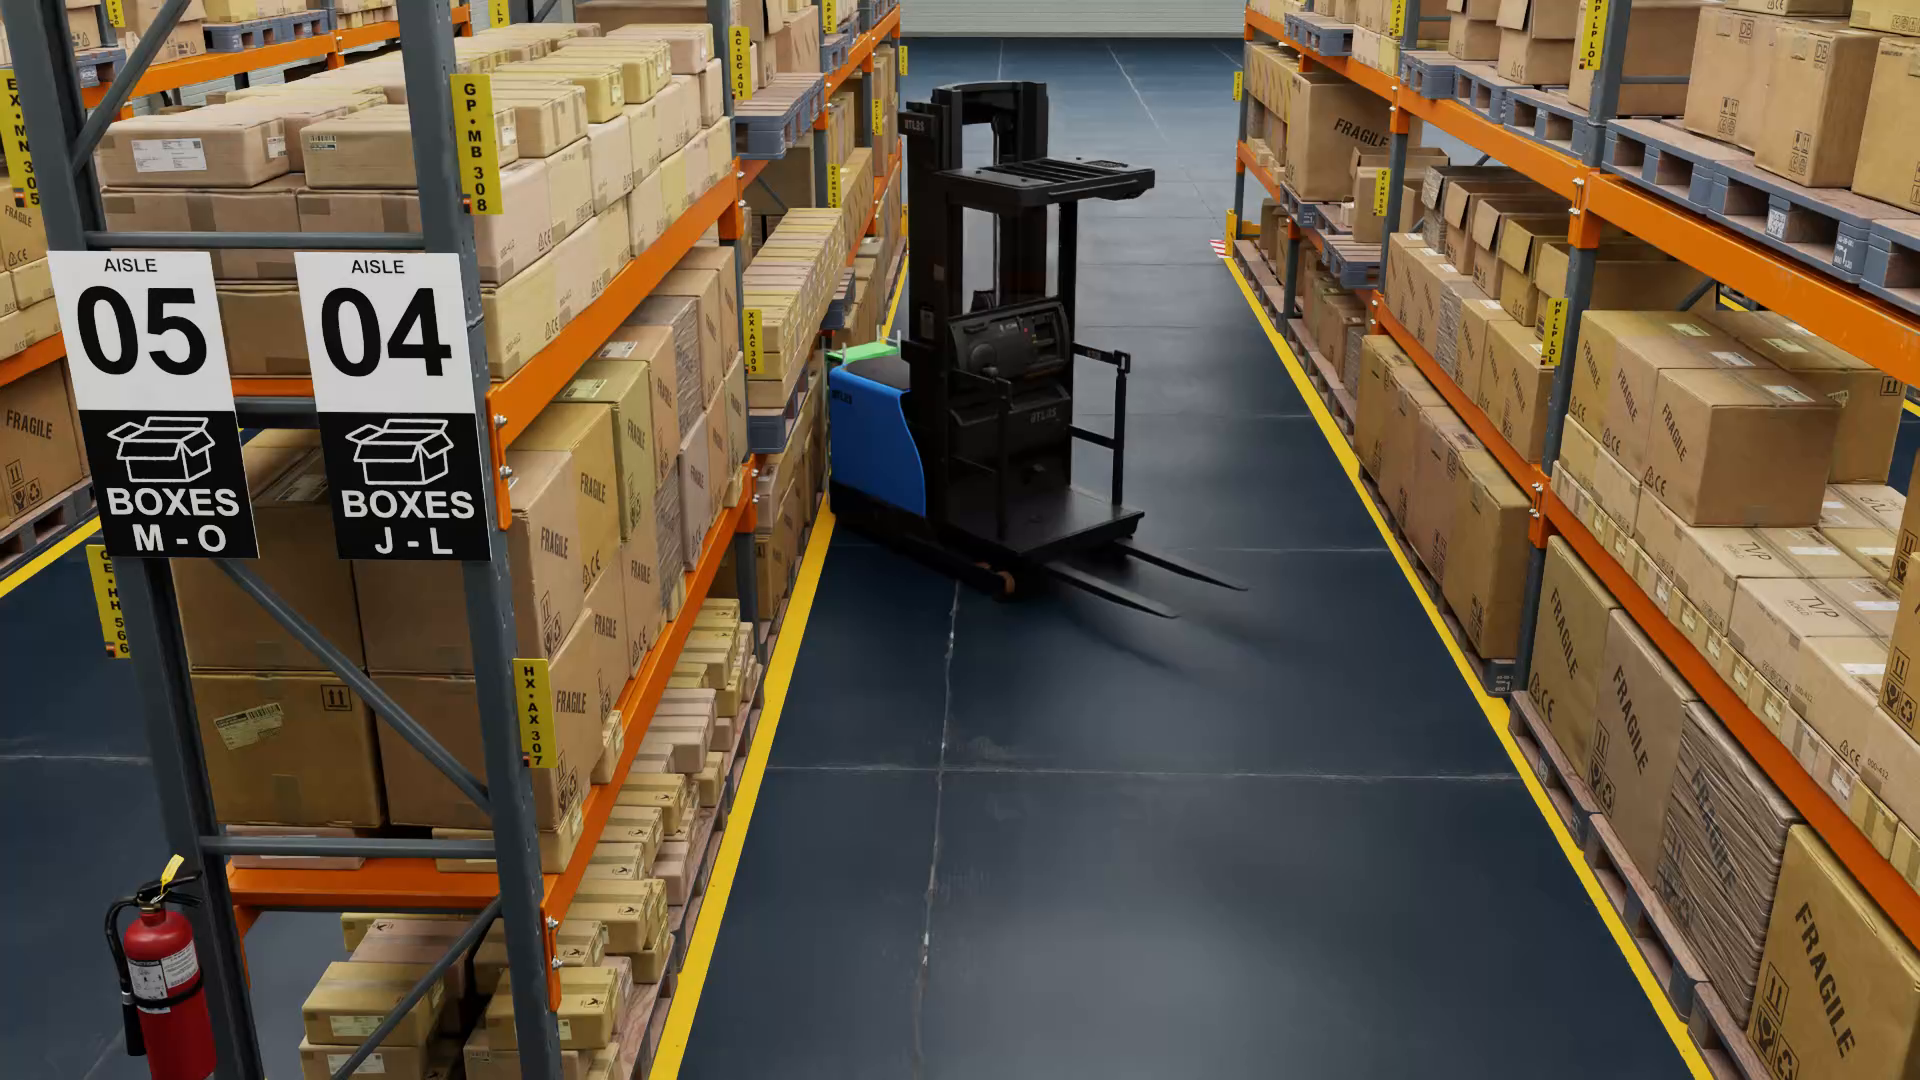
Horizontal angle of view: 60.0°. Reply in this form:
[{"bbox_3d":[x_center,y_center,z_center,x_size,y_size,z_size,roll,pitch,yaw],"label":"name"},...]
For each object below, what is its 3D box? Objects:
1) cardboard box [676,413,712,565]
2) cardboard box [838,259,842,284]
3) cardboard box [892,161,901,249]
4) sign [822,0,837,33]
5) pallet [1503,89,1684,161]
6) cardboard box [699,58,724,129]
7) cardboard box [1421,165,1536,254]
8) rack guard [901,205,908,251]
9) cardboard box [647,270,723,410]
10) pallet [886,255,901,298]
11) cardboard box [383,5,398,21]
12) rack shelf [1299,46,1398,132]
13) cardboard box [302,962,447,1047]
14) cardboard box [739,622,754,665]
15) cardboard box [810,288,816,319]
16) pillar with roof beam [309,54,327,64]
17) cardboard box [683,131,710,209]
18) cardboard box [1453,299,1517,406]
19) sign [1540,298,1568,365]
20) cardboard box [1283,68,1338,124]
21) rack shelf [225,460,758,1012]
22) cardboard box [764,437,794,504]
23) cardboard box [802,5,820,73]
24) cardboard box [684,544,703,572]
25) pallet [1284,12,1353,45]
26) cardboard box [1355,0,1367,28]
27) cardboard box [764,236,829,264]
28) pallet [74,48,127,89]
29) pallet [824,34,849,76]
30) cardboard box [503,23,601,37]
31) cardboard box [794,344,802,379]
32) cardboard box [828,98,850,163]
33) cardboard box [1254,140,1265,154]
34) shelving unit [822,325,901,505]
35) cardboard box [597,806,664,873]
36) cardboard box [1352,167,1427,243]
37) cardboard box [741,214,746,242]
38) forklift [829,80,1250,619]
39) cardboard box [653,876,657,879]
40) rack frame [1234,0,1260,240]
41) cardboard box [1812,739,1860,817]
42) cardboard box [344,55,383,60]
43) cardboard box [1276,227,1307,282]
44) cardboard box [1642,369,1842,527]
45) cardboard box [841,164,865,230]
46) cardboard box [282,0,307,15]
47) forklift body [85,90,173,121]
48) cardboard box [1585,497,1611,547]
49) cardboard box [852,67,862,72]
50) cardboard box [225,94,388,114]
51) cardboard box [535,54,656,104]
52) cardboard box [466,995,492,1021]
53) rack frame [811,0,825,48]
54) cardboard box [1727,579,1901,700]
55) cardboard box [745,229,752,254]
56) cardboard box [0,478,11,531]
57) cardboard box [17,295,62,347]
[{"bbox_3d":[-1.332,-0.220,6.899,0.500,0.500,0.500,1,21,1],"label":"cardboard box"},{"bbox_3d":[-1.010,-1.832,11.369,0.380,0.149,0.250,1,21,1],"label":"cardboard box"},{"bbox_3d":[-1.156,-3.878,19.233,0.875,0.875,0.875,1,21,2],"label":"cardboard box"},{"bbox_3d":[-0.903,-3.659,11.450,0.100,0.325,0.005,1,21,2],"label":"sign"},{"bbox_3d":[3.367,-2.130,8.489,0.805,0.209,1.217,0,21,-1],"label":"pallet"},{"bbox_3d":[-1.327,-1.972,7.333,0.500,0.250,0.500,0,21,-1],"label":"cardboard box"},{"bbox_3d":[3.471,-2.185,10.989,0.797,0.503,0.637,1,21,3],"label":"cardboard box"},{"bbox_3d":[-1.201,-3.762,20.033,1.175,0.500,0.348,1,21,2],"label":"rack guard"},{"bbox_3d":[-1.321,-0.871,7.196,0.500,0.500,0.500,0,21,0],"label":"cardboard box"},{"bbox_3d":[-1.188,-2.889,18.182,1.003,0.211,1.213,1,21,2],"label":"pallet"},{"bbox_3d":[-5.893,-5.347,16.863,0.380,0.149,0.250,0,21,1],"label":"cardboard box"},{"bbox_3d":[3.570,-3.721,13.320,1.077,0.370,4.000,1,21,2],"label":"rack shelf"},{"bbox_3d":[-1.926,1.528,5.482,0.380,0.149,0.250,1,21,2],"label":"cardboard box"},{"bbox_3d":[-1.258,0.532,8.460,0.380,0.149,0.250,1,21,3],"label":"cardboard box"},{"bbox_3d":[-1.060,-1.409,9.869,0.380,0.149,0.250,0,21,1],"label":"cardboard box"},{"bbox_3d":[-7.368,-11.836,29.094,9.100,9.000,0.400,1,21,2],"label":"pillar with roof beam"},{"bbox_3d":[-1.338,-1.547,6.931,0.500,0.250,0.500,1,21,1],"label":"cardboard box"},{"bbox_3d":[3.160,-1.075,9.515,0.500,0.500,0.500,0,21,1],"label":"cardboard box"},{"bbox_3d":[2.845,-0.994,7.953,0.100,0.325,0.005,1,21,2],"label":"sign"},{"bbox_3d":[3.370,-4.198,15.771,0.500,0.500,0.500,1,21,2],"label":"cardboard box"},{"bbox_3d":[-1.627,0.479,6.643,1.077,0.370,4.000,1,21,2],"label":"rack shelf"},{"bbox_3d":[-1.266,-0.417,9.794,0.500,0.250,0.500,1,21,3],"label":"cardboard box"},{"bbox_3d":[-1.208,-3.262,11.004,0.500,0.500,0.500,1,21,2],"label":"cardboard box"},{"bbox_3d":[-1.319,0.025,7.165,0.380,0.149,0.250,0,21,-1],"label":"cardboard box"},{"bbox_3d":[3.506,-4.470,14.516,1.213,0.211,1.003,1,21,2],"label":"pallet"},{"bbox_3d":[3.309,-4.153,12.609,0.500,0.500,0.500,1,21,3],"label":"cardboard box"},{"bbox_3d":[-1.037,-1.831,10.545,0.380,0.149,0.250,1,21,2],"label":"cardboard box"},{"bbox_3d":[-6.362,-3.121,11.040,1.213,0.211,1.003,2,21,4],"label":"pallet"},{"bbox_3d":[-1.478,-3.570,12.197,1.213,0.211,1.003,2,21,4],"label":"pallet"},{"bbox_3d":[-1.818,-2.225,7.434,0.380,0.149,0.250,0,21,1],"label":"cardboard box"},{"bbox_3d":[-1.081,-0.986,9.191,0.380,0.149,0.250,1,21,2],"label":"cardboard box"},{"bbox_3d":[-1.346,-3.619,14.690,0.700,0.500,0.500,0,21,1],"label":"cardboard box"},{"bbox_3d":[3.470,-4.339,18.412,0.380,0.149,0.250,1,21,2],"label":"cardboard box"},{"bbox_3d":[-0.673,-0.848,11.554,0.503,1.200,0.258,-19,28,-40],"label":"shelving unit"},{"bbox_3d":[-1.366,1.155,6.443,0.380,0.149,0.250,1,21,4],"label":"cardboard box"},{"bbox_3d":[3.403,-2.576,12.802,0.700,0.500,0.500,4,22,10],"label":"cardboard box"},{"bbox_3d":[-1.658,-2.120,11.290,0.380,0.149,0.250,0,21,0],"label":"cardboard box"},{"bbox_3d":[0.454,-1.218,10.116,1.130,2.935,3.031,-17,27,-37],"label":"forklift"},{"bbox_3d":[-1.396,1.444,6.521,0.380,0.149,0.250,1,21,2],"label":"cardboard box"},{"bbox_3d":[3.753,-4.827,19.324,1.000,3.000,0.127,1,21,2],"label":"rack frame"},{"bbox_3d":[2.963,0.757,5.278,0.380,0.149,0.250,1,21,2],"label":"cardboard box"},{"bbox_3d":[-5.964,-4.664,16.971,0.700,0.500,0.500,0,21,0],"label":"cardboard box"},{"bbox_3d":[3.634,-2.988,17.459,0.500,0.500,0.500,-1,21,-3],"label":"cardboard box"},{"bbox_3d":[3.084,-0.371,6.597,0.500,0.500,0.500,0,21,0],"label":"cardboard box"},{"bbox_3d":[-1.103,-2.962,14.378,0.500,0.500,0.500,1,21,2],"label":"cardboard box"},{"bbox_3d":[-6.147,-4.802,14.738,0.500,0.250,0.500,0,21,1],"label":"cardboard box"},{"bbox_3d":[-9.348,-3.888,18.077,2.313,2.155,1.214,1,21,2],"label":"forklift body"},{"bbox_3d":[3.031,-0.078,7.431,0.380,0.149,0.250,1,21,3],"label":"cardboard box"},{"bbox_3d":[-1.377,-4.379,16.467,0.875,0.550,0.550,1,21,2],"label":"cardboard box"},{"bbox_3d":[-1.859,-1.185,4.755,0.380,0.149,0.250,0,21,0],"label":"cardboard box"},{"bbox_3d":[-1.304,-1.651,5.957,0.380,0.149,0.250,0,21,1],"label":"cardboard box"},{"bbox_3d":[-1.880,1.618,6.072,0.380,0.149,0.250,1,21,1],"label":"cardboard box"},{"bbox_3d":[-1.445,-4.823,11.019,1.000,3.000,0.127,1,21,2],"label":"rack frame"},{"bbox_3d":[3.047,0.343,5.794,0.500,0.250,0.500,0,21,0],"label":"cardboard box"},{"bbox_3d":[-1.660,-2.071,11.575,0.380,0.149,0.250,2,21,4],"label":"cardboard box"},{"bbox_3d":[-6.559,-0.355,10.153,0.875,0.875,0.875,1,21,3],"label":"cardboard box"},{"bbox_3d":[-6.183,-1.422,10.753,0.500,0.250,0.500,0,21,1],"label":"cardboard box"}]
